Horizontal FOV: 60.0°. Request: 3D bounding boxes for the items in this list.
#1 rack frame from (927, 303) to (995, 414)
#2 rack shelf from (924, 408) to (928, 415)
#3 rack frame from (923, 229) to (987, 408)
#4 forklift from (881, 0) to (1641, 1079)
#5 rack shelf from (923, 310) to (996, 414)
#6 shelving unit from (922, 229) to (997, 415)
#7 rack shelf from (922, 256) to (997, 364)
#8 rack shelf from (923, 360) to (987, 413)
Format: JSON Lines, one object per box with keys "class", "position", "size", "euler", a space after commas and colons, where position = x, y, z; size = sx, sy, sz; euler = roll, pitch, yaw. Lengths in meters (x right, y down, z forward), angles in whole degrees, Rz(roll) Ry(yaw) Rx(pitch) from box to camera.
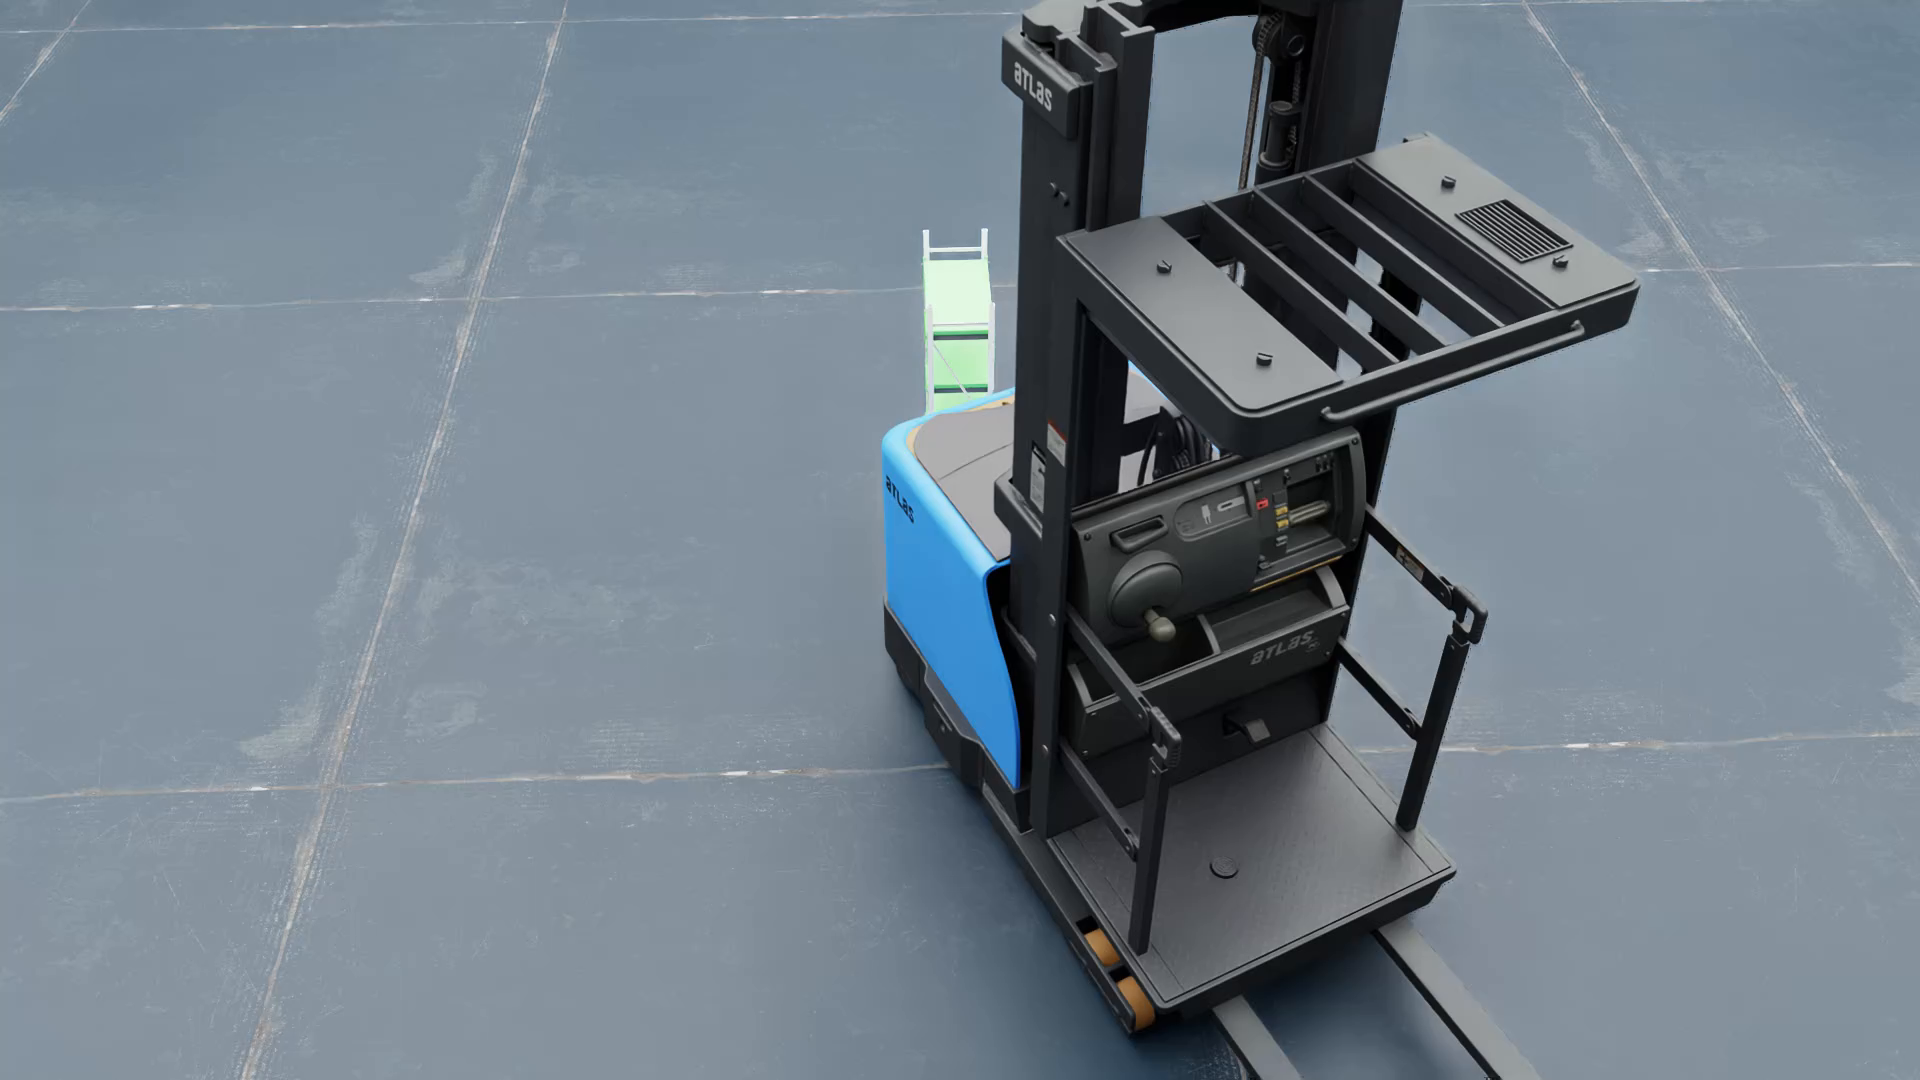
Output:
{"class": "rack frame", "position": [0.003, -0.389, 6.287], "size": [0.240, 1.200, 0.015], "euler": [-2, 43, -2]}
{"class": "rack shelf", "position": [-0.007, -0.330, 6.672], "size": [0.258, 0.148, 0.480], "euler": [-2, 43, -2]}
{"class": "rack frame", "position": [-0.017, -0.719, 6.646], "size": [0.240, 1.200, 0.015], "euler": [-2, 43, -2]}
{"class": "forklift", "position": [0.841, 0.075, 4.499], "size": [1.130, 2.935, 3.031], "euler": [-19, 46, -20]}
{"class": "rack shelf", "position": [-0.007, -0.684, 6.347], "size": [0.258, 0.148, 0.480], "euler": [-2, 43, -2]}
{"class": "shelving unit", "position": [-0.007, -0.554, 6.466], "size": [0.258, 1.200, 0.503], "euler": [-2, 43, -2]}
{"class": "rack shelf", "position": [-0.007, -0.861, 6.185], "size": [0.258, 0.148, 0.480], "euler": [-2, 43, -2]}
{"class": "rack shelf", "position": [-0.007, -0.507, 6.510], "size": [0.258, 0.148, 0.480], "euler": [-2, 43, -2]}
